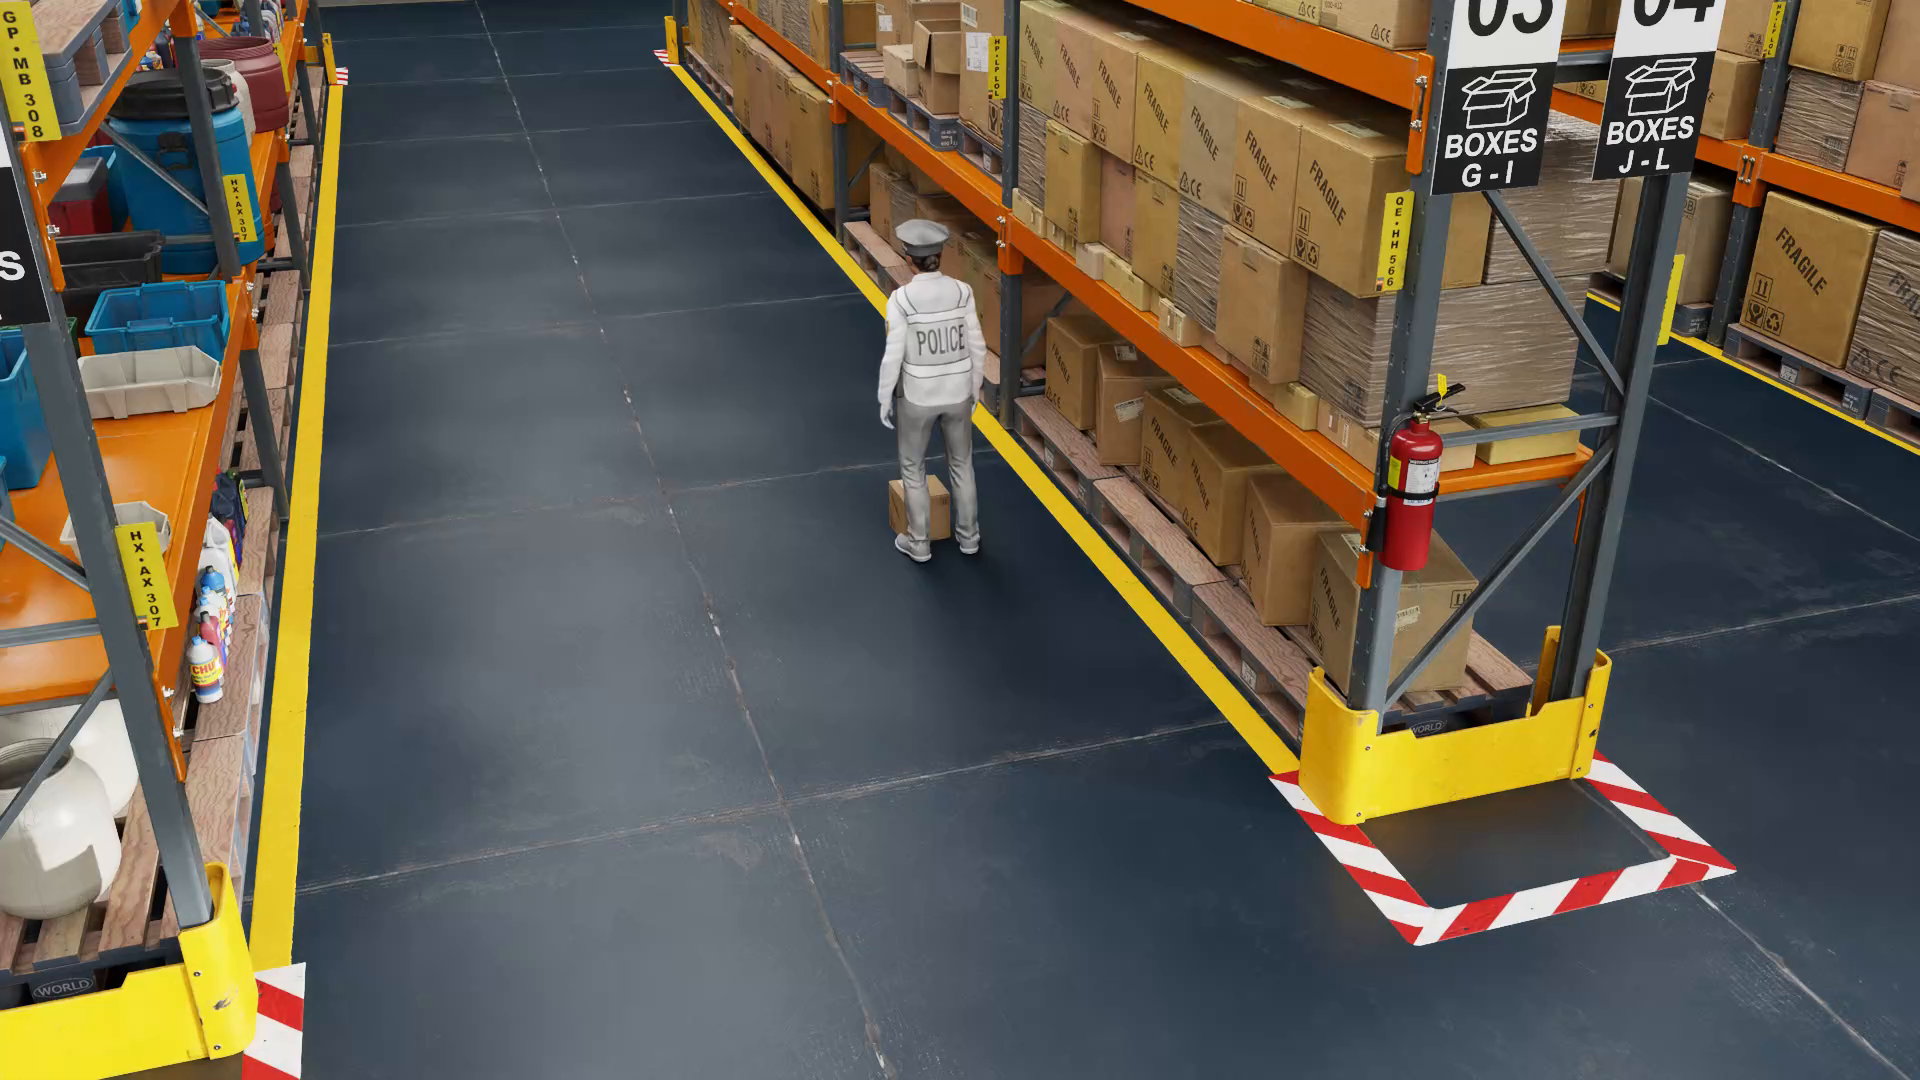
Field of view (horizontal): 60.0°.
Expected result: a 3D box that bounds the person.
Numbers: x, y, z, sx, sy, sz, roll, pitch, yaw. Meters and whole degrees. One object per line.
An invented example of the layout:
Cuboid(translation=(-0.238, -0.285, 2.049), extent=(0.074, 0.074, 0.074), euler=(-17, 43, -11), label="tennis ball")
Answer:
Cuboid(translation=(-0.134, -0.688, 7.987), extent=(0.547, 1.666, 0.371), euler=(-10, 28, -19), label="person")
